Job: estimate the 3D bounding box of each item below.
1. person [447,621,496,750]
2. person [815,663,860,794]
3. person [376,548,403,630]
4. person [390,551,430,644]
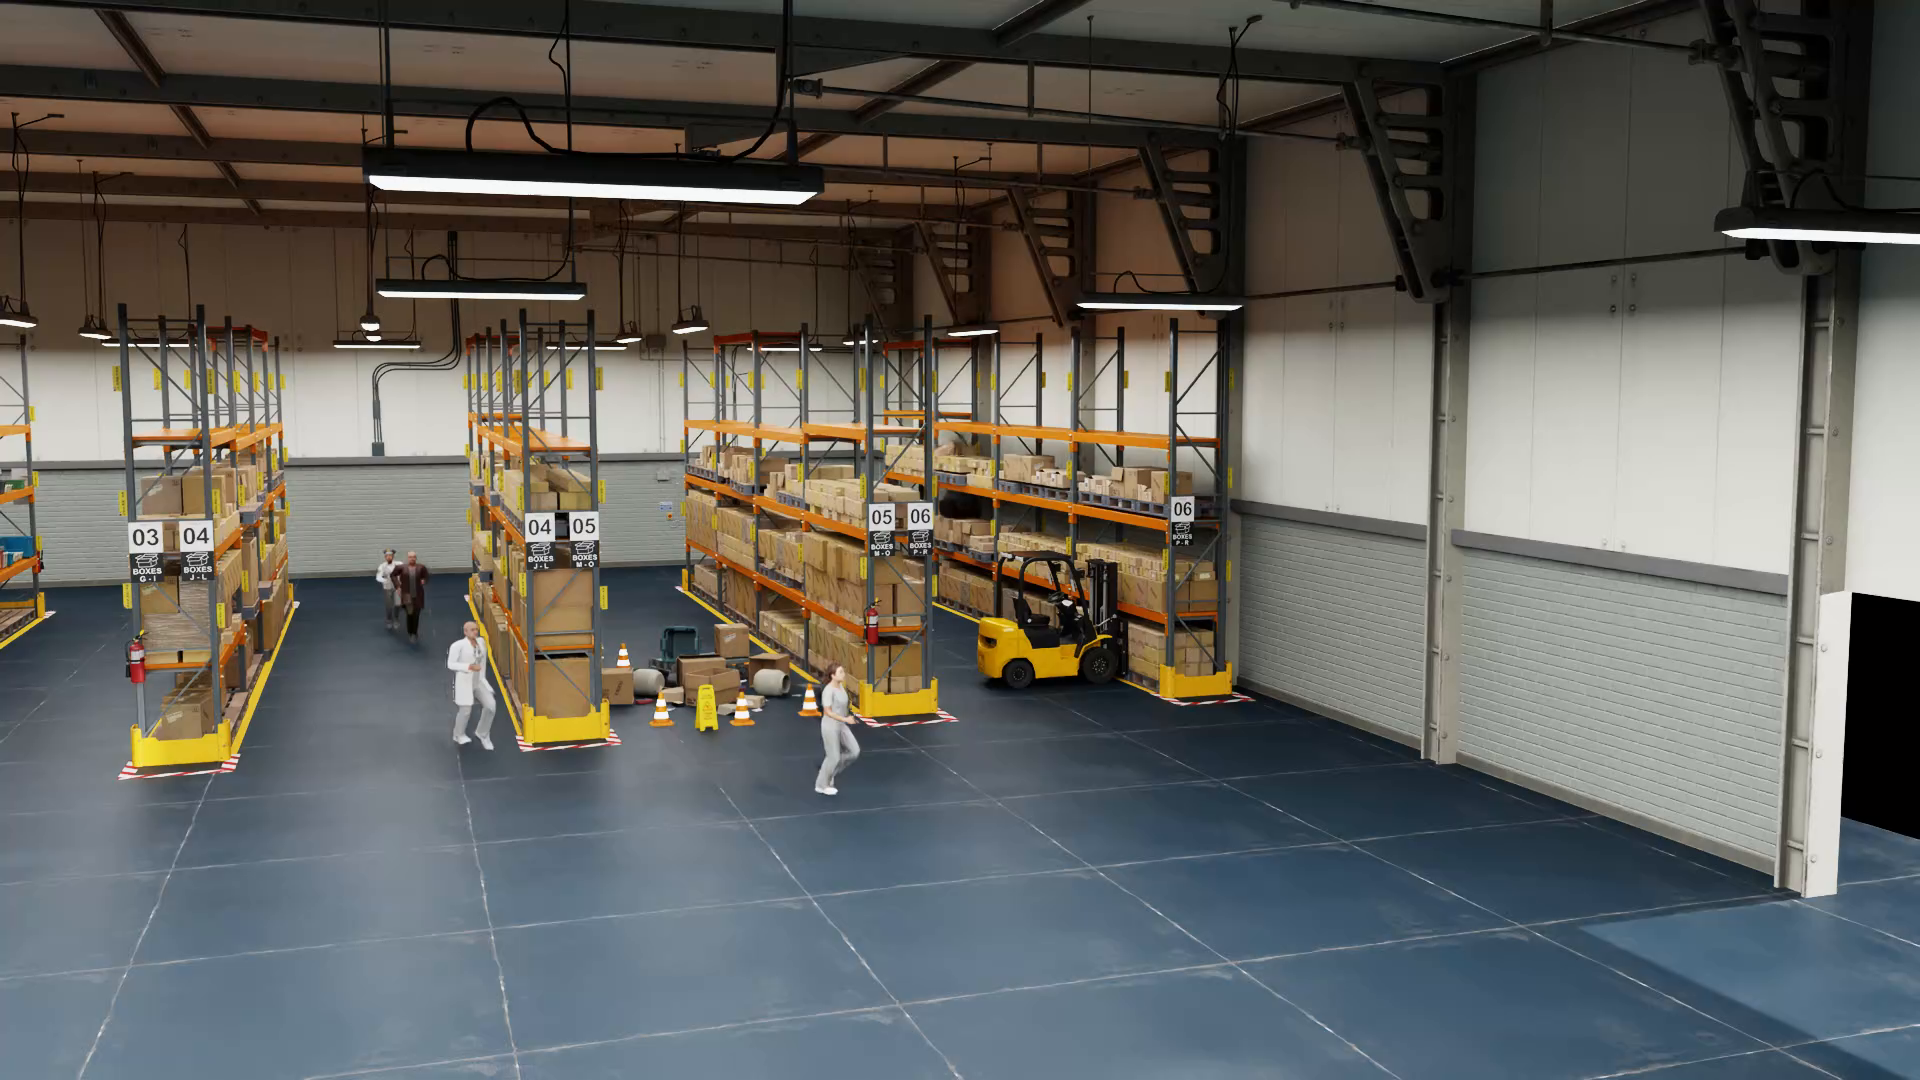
[{"bbox_3d":[-6.665,1.993,22.659,0.865,1.779,0.722,5,7,43],"label":"person"},{"bbox_3d":[-1.476,2.282,20.146,0.636,1.624,0.543,3,6,25],"label":"person"},{"bbox_3d":[-11.388,0.985,33.418,0.624,1.659,0.822,-1,6,-15],"label":"person"},{"bbox_3d":[-10.537,1.113,31.938,0.705,1.805,0.847,-3,6,-26],"label":"person"}]
